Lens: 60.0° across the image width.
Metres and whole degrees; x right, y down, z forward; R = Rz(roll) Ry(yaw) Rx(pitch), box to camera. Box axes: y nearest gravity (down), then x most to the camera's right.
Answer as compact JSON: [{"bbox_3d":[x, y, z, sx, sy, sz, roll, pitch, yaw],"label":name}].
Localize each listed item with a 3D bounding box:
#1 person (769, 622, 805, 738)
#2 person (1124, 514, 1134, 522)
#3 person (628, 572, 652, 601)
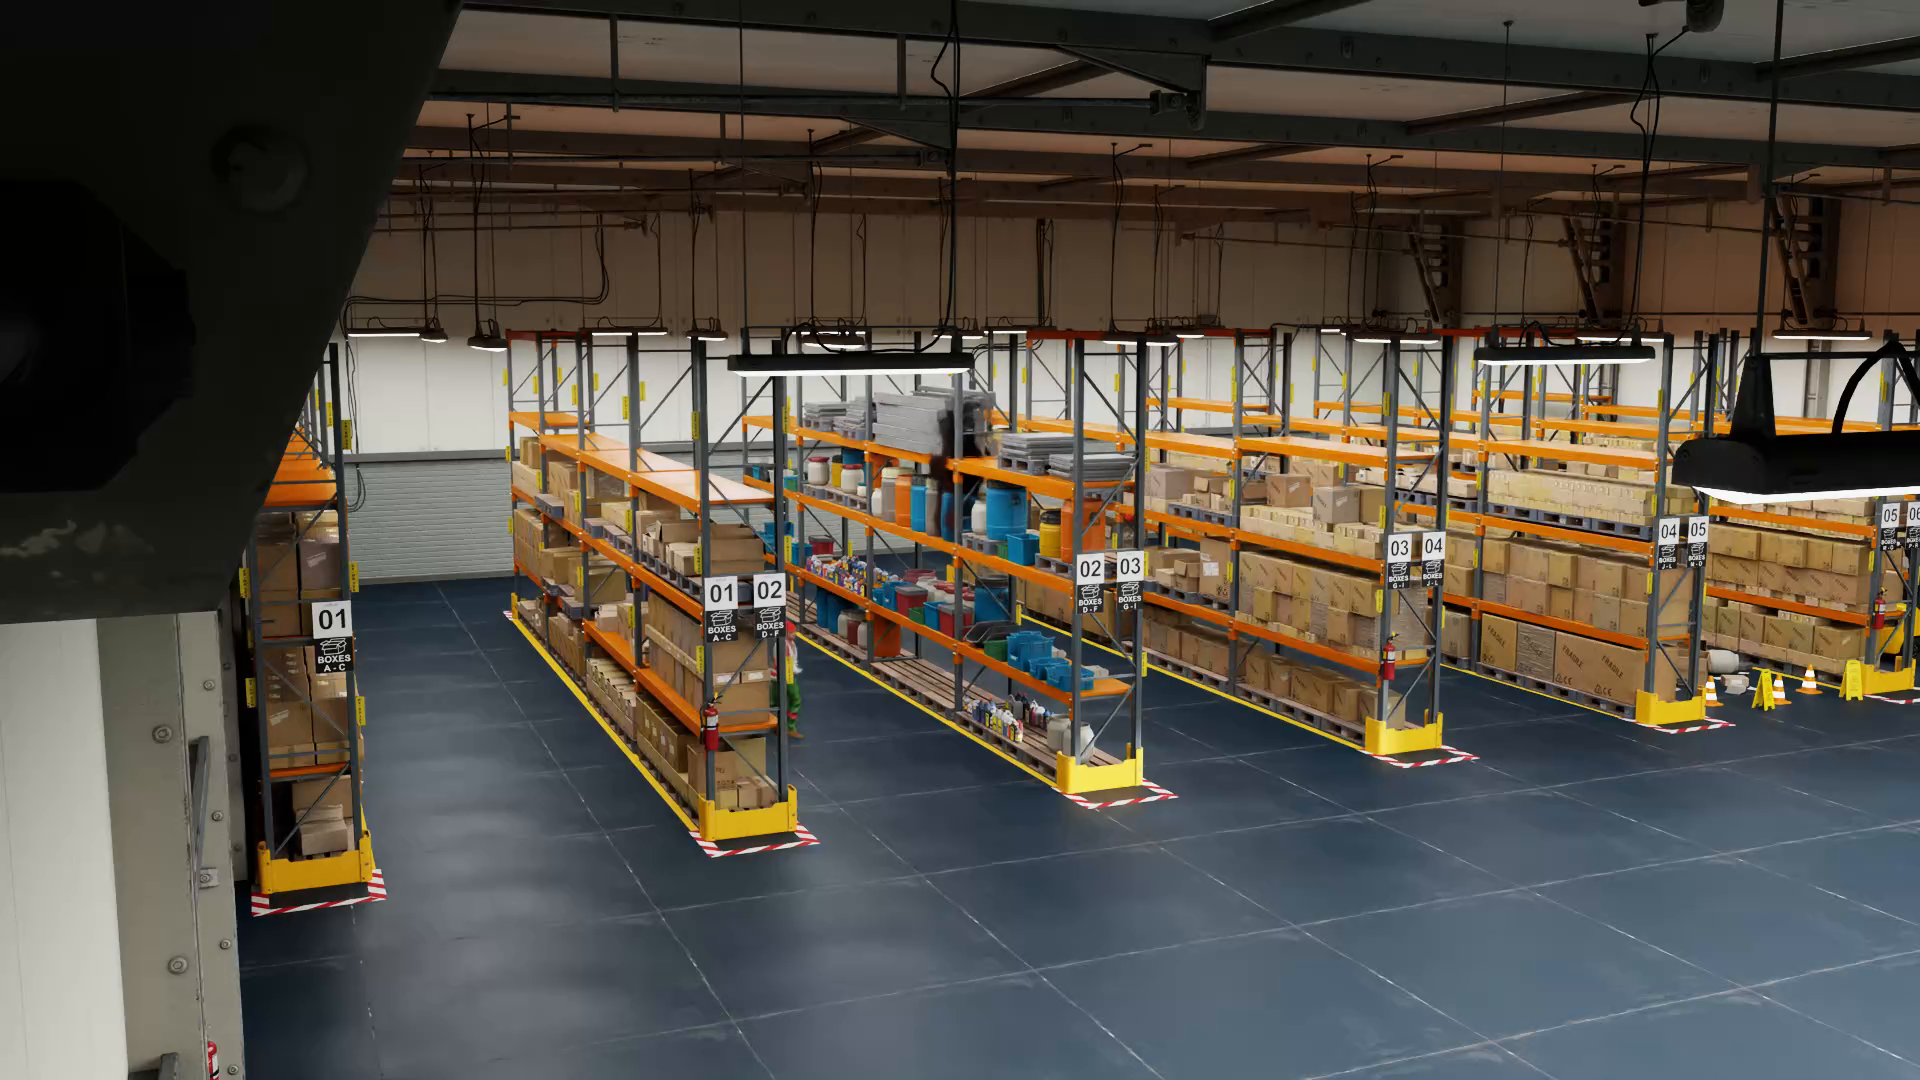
[{"bbox_3d":[-2.713,2.074,24.876,0.865,1.761,0.628,4,9,29],"label":"person"},{"bbox_3d":[4.121,-0.097,41.245,0.668,1.709,0.708,-7,10,-40],"label":"person"},{"bbox_3d":[-6.511,0.914,33.887,0.572,1.707,0.842,-4,9,-27],"label":"person"}]
